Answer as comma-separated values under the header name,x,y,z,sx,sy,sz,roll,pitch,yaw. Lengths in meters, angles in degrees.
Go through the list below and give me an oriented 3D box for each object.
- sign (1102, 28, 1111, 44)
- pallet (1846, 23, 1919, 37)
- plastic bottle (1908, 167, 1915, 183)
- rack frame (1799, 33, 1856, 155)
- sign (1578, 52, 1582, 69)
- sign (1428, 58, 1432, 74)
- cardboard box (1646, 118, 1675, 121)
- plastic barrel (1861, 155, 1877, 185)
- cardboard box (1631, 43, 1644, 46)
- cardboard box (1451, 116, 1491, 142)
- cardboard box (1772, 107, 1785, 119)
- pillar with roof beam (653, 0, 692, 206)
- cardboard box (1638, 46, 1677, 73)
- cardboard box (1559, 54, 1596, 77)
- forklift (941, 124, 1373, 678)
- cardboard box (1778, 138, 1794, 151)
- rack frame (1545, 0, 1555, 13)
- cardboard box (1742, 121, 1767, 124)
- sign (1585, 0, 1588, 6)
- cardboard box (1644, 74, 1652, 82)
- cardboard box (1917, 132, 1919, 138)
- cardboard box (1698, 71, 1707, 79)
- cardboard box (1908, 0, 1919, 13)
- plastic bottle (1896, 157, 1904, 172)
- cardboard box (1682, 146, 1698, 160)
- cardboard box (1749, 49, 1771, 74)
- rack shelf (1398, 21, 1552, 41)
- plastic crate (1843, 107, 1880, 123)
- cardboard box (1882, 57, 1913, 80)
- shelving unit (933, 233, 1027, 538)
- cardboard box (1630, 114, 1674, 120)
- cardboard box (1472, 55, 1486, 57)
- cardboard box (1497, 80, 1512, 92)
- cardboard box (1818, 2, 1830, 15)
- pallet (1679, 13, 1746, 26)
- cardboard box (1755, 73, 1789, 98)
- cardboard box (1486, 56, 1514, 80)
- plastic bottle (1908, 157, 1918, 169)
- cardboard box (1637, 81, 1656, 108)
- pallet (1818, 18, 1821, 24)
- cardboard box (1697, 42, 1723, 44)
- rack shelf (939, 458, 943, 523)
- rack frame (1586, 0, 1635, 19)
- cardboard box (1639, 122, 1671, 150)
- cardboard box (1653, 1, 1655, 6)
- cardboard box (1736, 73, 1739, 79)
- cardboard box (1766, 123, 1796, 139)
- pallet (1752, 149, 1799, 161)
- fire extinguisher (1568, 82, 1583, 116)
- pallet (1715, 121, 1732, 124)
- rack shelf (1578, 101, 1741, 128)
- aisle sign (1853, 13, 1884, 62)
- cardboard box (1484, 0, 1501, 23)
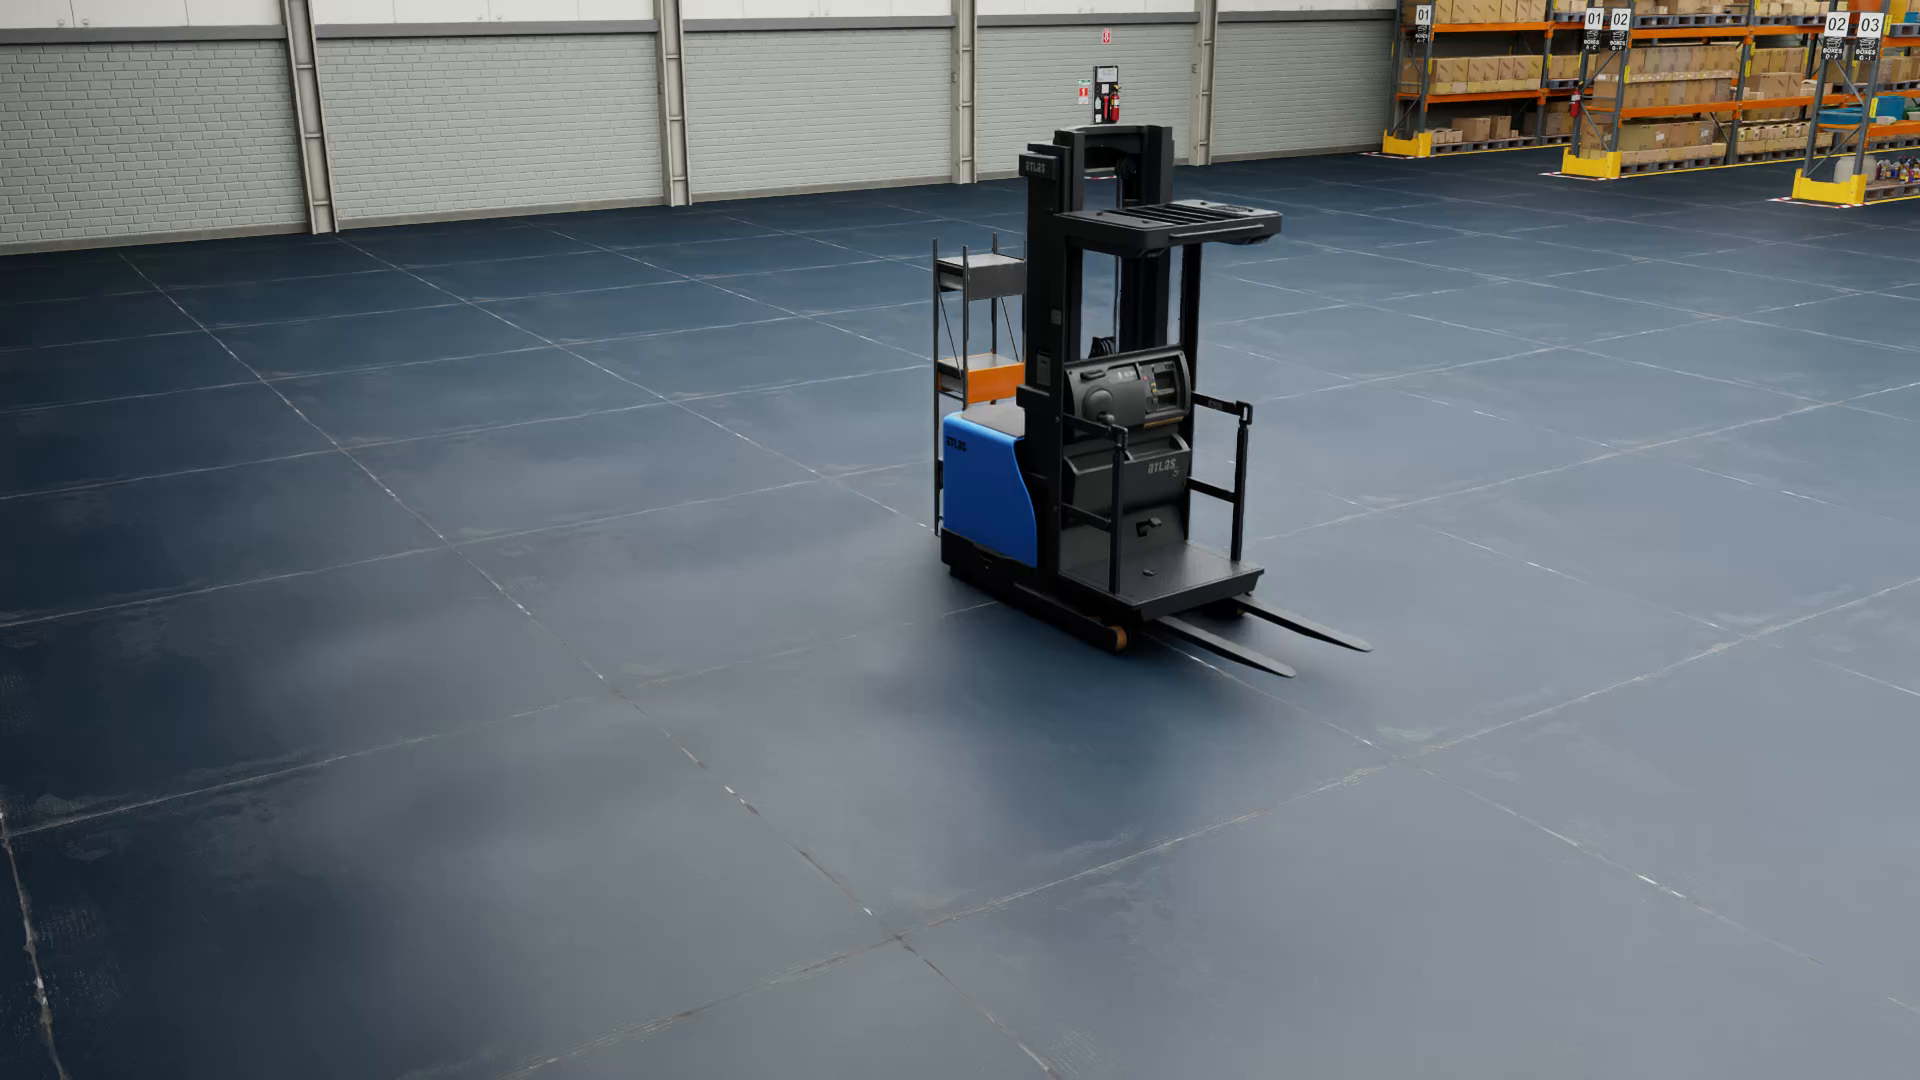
name,x,y,z,sx,sy,sz,roll,pitch,yaw
sign,2.939,-10.106,33.334,0.199,0.298,0.001,-12,22,-31
pallet,16.181,-8.911,29.031,1.213,0.211,1.003,-12,22,-31
plastic bottle,17.321,-6.652,30.293,0.133,0.283,0.061,-11,22,-31
rack frame,19.397,-10.195,37.216,0.127,3.000,1.000,-12,22,-31
sign,12.428,-9.594,33.261,0.005,0.325,0.100,-12,22,-31
sign,10.286,-10.375,36.398,0.005,0.325,0.100,-12,22,-31
cardboard box,14.661,-8.568,34.870,0.500,0.500,0.500,-12,22,-31
plastic barrel,16.363,-6.705,30.123,0.421,0.512,0.421,0,19,0
cardboard box,16.905,-12.221,41.388,0.500,0.250,0.500,-11,22,-30
cardboard box,11.731,-9.448,38.224,0.500,0.500,0.700,-14,23,-35
cardboard box,21.542,-11.520,44.384,0.500,0.500,0.700,-11,22,-30
pillar with roof beam,-2.569,-8.984,24.269,0.400,9.000,9.100,-12,22,-31
cardboard box,14.013,-9.719,33.627,0.500,0.500,0.700,-12,22,-31
cardboard box,14.776,-11.372,39.854,0.500,0.500,0.700,-9,21,-24
forklift,1.145,-0.901,9.832,1.130,2.935,3.031,-13,23,-34
cardboard box,17.813,-8.662,36.321,0.500,0.250,0.500,-11,22,-30
rack frame,13.328,-13.656,38.089,0.127,3.000,1.000,-12,22,-31
cardboard box,17.507,-9.068,36.646,0.500,0.311,0.500,-12,22,-32
sign,12.428,-10.736,32.875,0.005,0.325,0.100,-12,22,-31
cardboard box,13.589,-9.242,33.231,0.250,0.149,0.380,-12,22,-31
cardboard box,22.483,-9.760,39.146,0.500,0.500,0.500,-12,22,-32
cardboard box,15.096,-9.561,34.172,0.250,0.149,0.380,-12,22,-32
cardboard box,21.730,-12.421,38.150,0.600,0.600,0.600,-12,22,-32
plastic bottle,17.717,-7.054,31.374,0.185,0.351,0.144,-13,23,-34
cardboard box,14.956,-8.069,34.566,0.500,0.250,0.500,-12,22,-31
cardboard box,20.472,-12.457,43.439,0.700,0.700,0.980,-12,22,-31
rack shelf,11.658,-11.542,37.642,4.000,0.370,1.077,-12,22,-31
plastic crate,16.235,-7.670,29.982,0.408,0.251,0.499,-12,22,-31
cardboard box,21.679,-10.984,38.739,0.500,0.500,0.700,-8,20,-23
shelving unit,0.138,-1.024,11.495,0.503,2.100,0.431,-12,22,-31
cardboard box,17.355,-10.794,41.690,0.750,0.750,0.750,-12,22,-32
cardboard box,11.968,-10.905,38.349,0.500,0.500,0.500,-11,22,-30
cardboard box,12.267,-10.410,38.056,0.500,0.250,0.500,-12,22,-32
cardboard box,18.621,-11.551,36.124,0.500,0.250,0.500,-11,22,-30
pallet,15.358,-10.712,34.201,1.213,0.211,1.003,-12,22,-31
cardboard box,17.565,-9.849,36.039,0.500,0.500,0.500,-12,22,-31
cardboard box,12.263,-10.767,37.941,0.500,0.500,0.500,-13,22,-33
plastic bottle,17.954,-7.048,31.359,0.185,0.351,0.144,-12,22,-31
cardboard box,13.548,-9.005,33.543,0.500,0.500,0.700,-11,22,-30
pallet,18.879,-11.383,36.342,1.003,0.211,1.213,-11,21,-29
cardboard box,18.902,-12.448,42.060,0.500,0.250,0.500,-11,22,-30
rack shelf,0.138,-0.348,11.723,0.480,0.518,0.431,-12,22,-31
rack frame,12.715,-11.627,32.087,0.127,3.000,1.000,-12,22,-31
cardboard box,14.112,-8.252,33.937,0.500,0.500,0.500,-12,22,-31
cardboard box,13.532,-10.674,33.311,0.500,0.250,0.500,-12,22,-31
cardboard box,19.883,-11.979,42.854,0.250,0.149,0.380,-12,22,-31
cardboard box,17.821,-8.929,36.236,0.500,0.311,0.500,-11,22,-30
pallet,17.670,-8.525,36.633,1.213,0.211,1.003,-12,22,-31
fire extinguisher,12.361,-8.852,33.366,0.183,0.674,0.296,-12,22,-31
pallet,19.407,-10.746,43.203,1.213,0.211,1.003,-12,22,-31
rack shelf,14.385,-8.797,34.205,4.000,0.370,1.077,-12,22,-31
aisle sign,15.537,-8.600,28.441,0.004,0.787,0.394,-12,22,-31
cardboard box,11.740,-11.857,37.263,0.500,0.500,0.500,-10,21,-28
